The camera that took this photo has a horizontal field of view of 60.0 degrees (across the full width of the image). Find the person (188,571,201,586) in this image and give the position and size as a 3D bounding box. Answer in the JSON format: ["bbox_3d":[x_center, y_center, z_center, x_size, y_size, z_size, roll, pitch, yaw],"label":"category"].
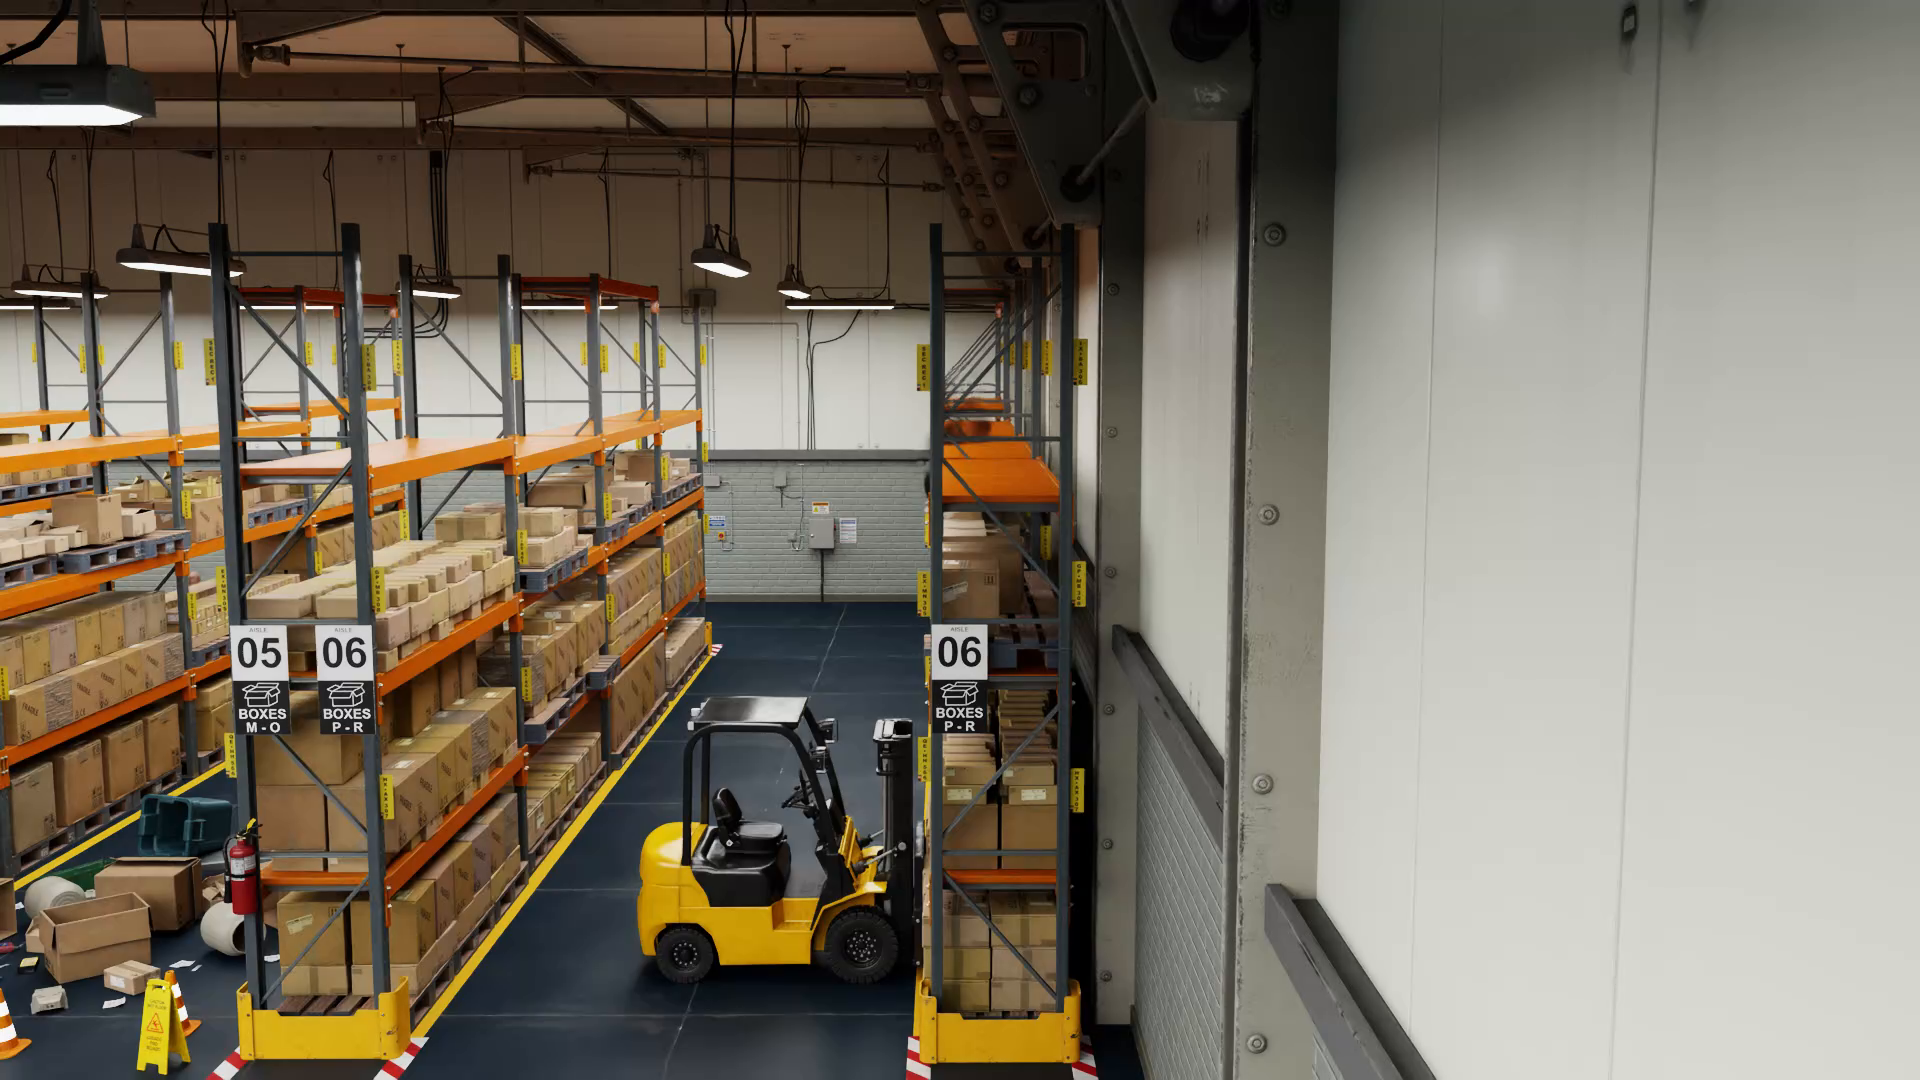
[{"bbox_3d":[-11.428,1.365,25.056,0.729,1.831,0.997,0,7,4],"label":"person"}]
